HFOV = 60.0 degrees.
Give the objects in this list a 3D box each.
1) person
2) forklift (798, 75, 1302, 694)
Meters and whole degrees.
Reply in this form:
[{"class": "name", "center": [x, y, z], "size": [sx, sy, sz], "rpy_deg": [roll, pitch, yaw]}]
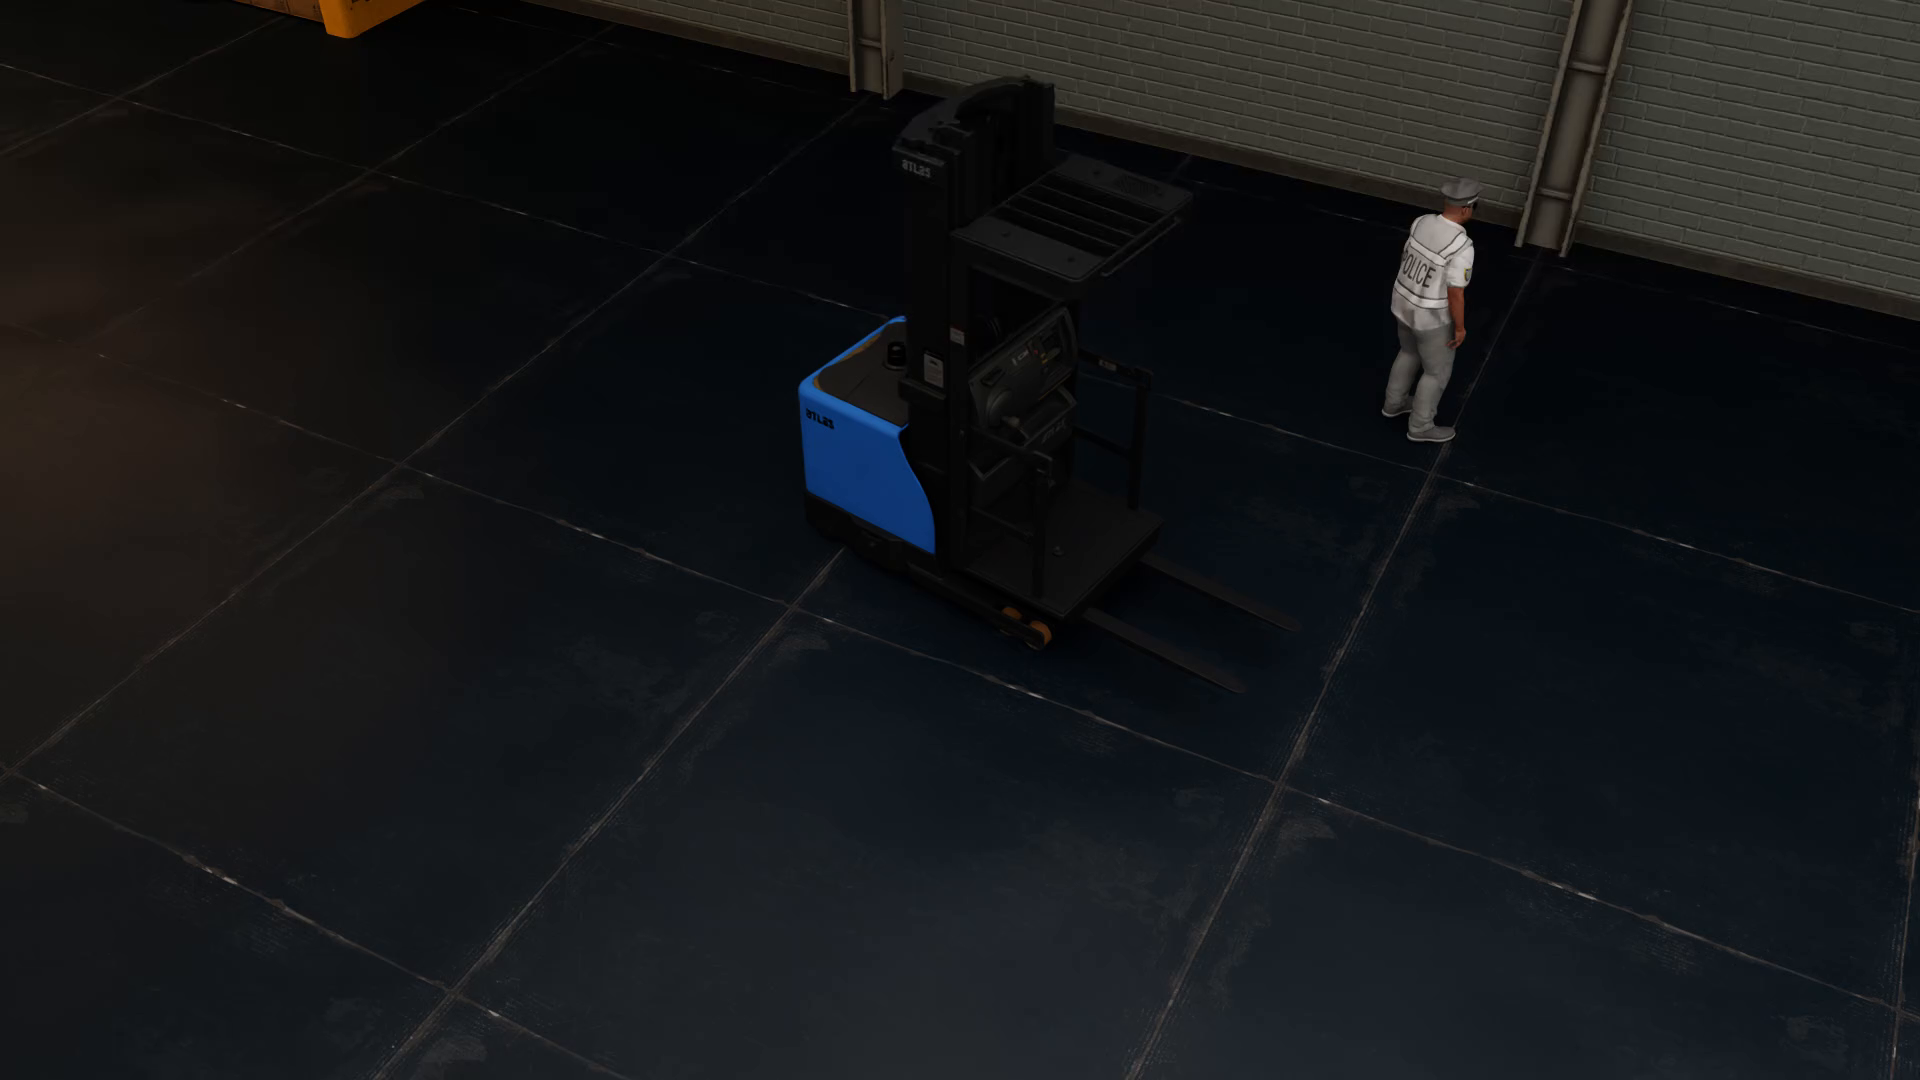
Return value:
[{"class": "person", "center": [3.004, -1.463, 10.641], "size": [0.443, 1.747, 0.605], "rpy_deg": [-16, 43, -18]}, {"class": "forklift", "center": [0.518, -0.884, 9.036], "size": [3.031, 2.935, 1.130], "rpy_deg": [26, 47, 28]}]
